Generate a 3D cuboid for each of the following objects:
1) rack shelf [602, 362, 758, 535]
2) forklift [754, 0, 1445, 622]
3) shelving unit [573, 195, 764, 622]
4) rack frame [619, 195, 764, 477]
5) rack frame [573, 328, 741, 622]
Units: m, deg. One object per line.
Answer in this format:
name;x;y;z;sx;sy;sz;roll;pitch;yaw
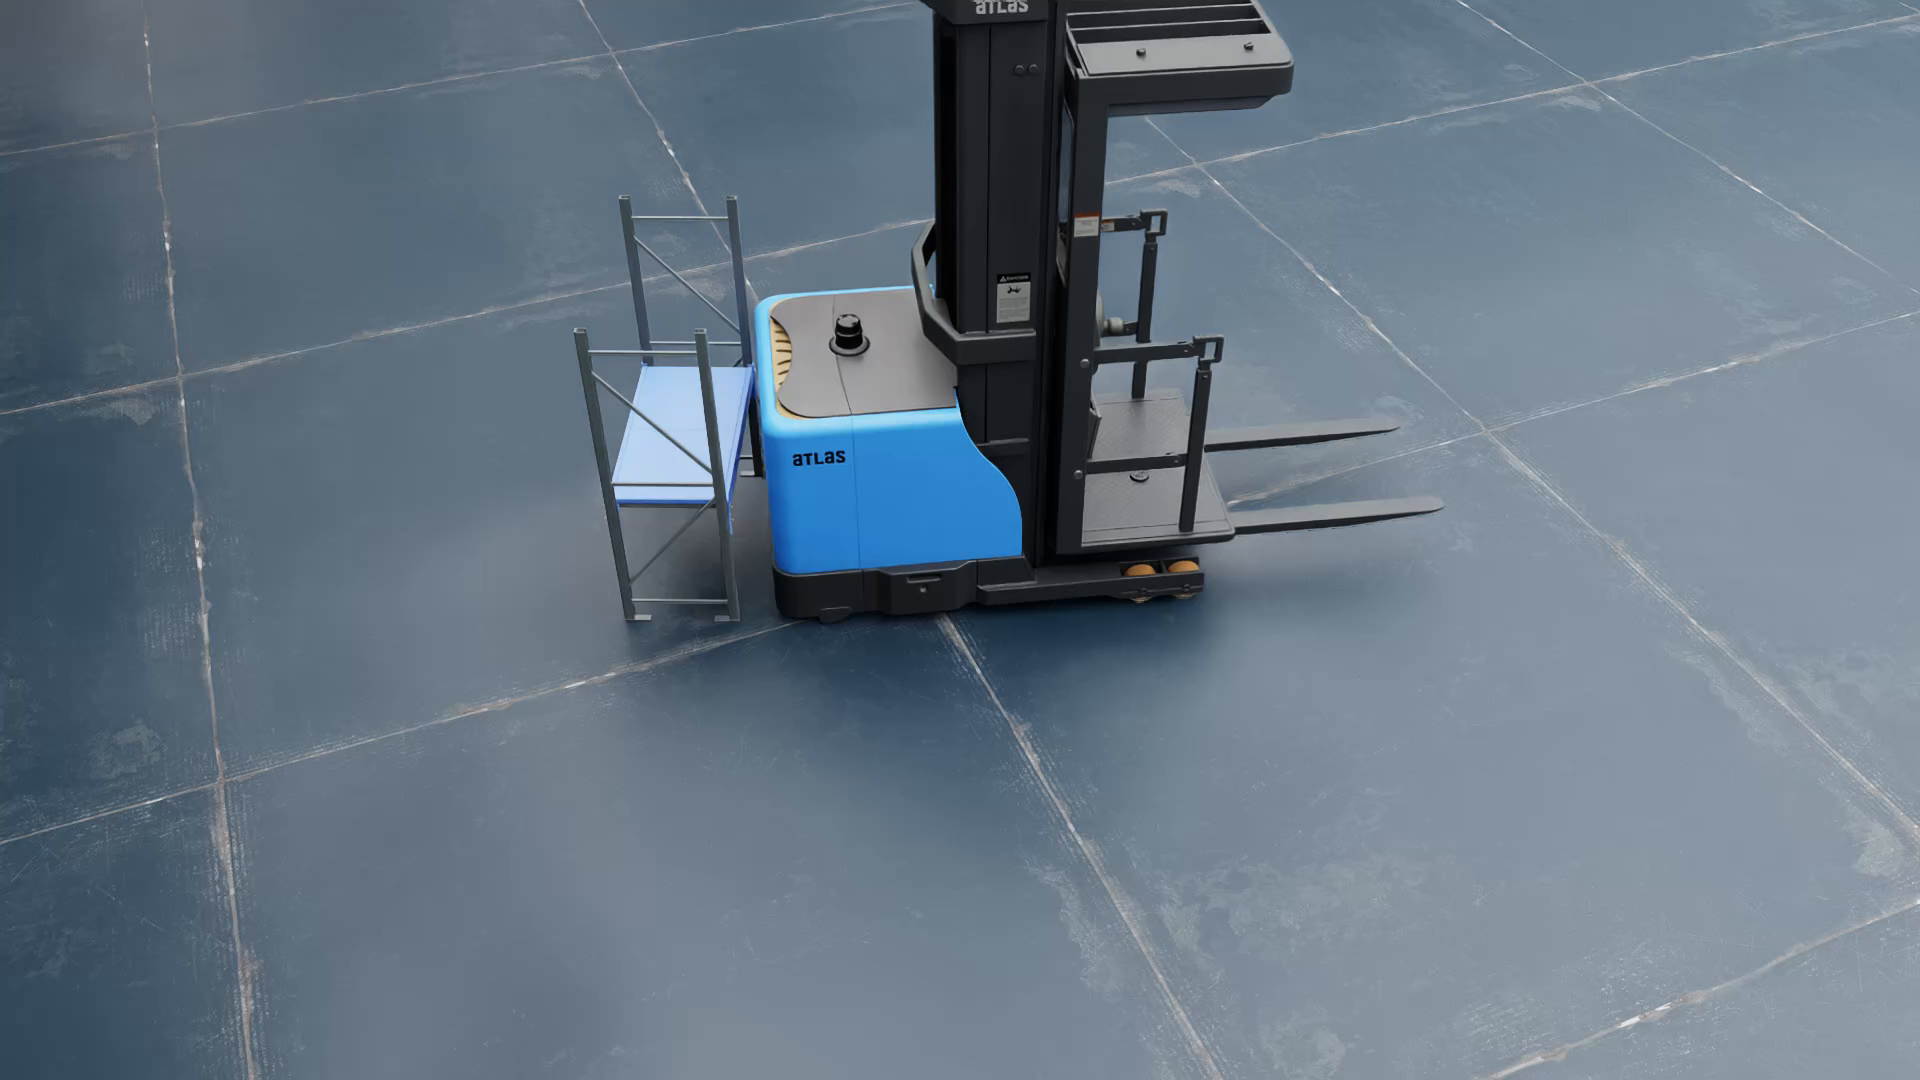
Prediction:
rack shelf;-1.204;-0.419;7.281;0.538;0.185;1.000;0;41;1
forklift;0.646;-1.179;6.792;3.031;2.935;1.130;-5;41;-6
shelving unit;-1.204;-0.555;7.164;0.538;1.500;1.048;0;41;1
rack frame;-1.198;-0.887;7.549;0.500;1.500;0.032;0;41;1
rack frame;-1.210;-0.224;6.779;0.500;1.500;0.032;0;41;1
